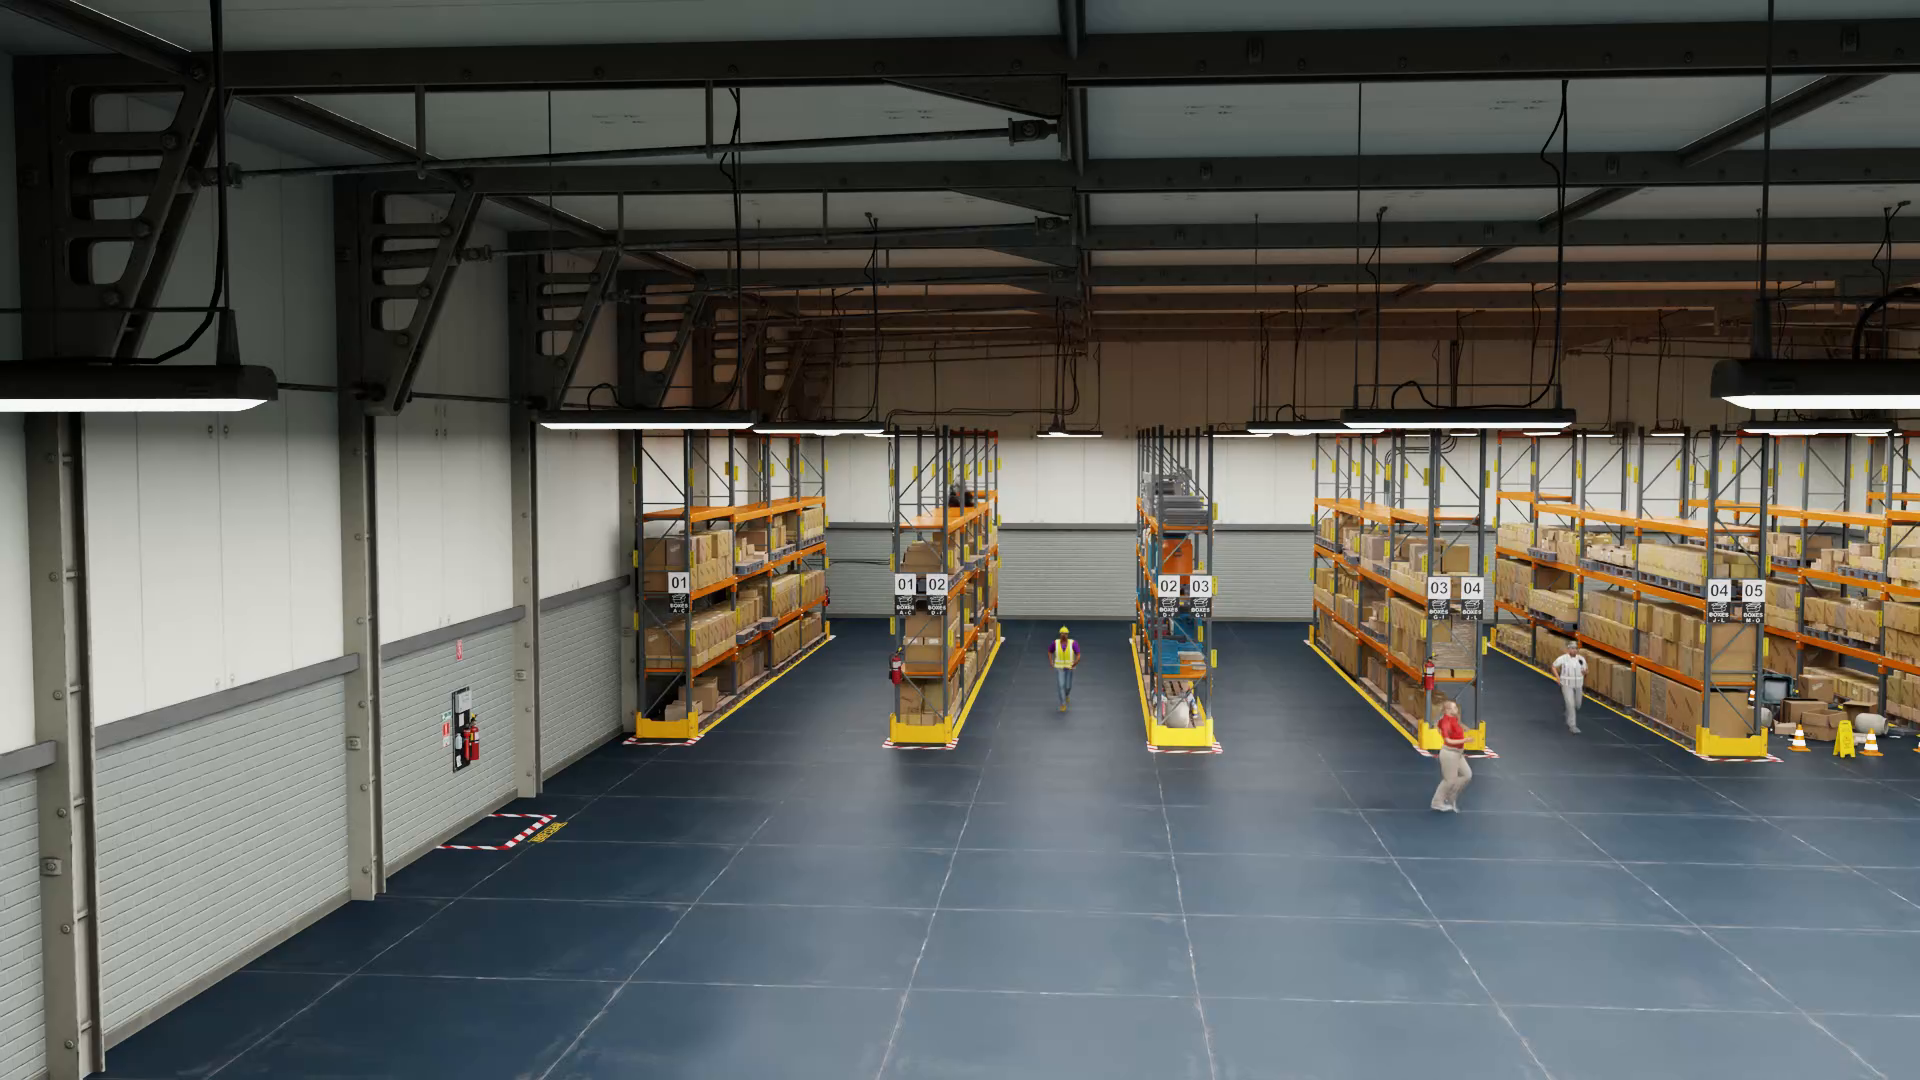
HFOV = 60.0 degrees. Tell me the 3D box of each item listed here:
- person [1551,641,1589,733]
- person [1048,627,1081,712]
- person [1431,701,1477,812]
[{"bbox_3d":[12.039,2.856,32.696,0.668,1.752,0.943,0,3,-3],"label":"person"},{"bbox_3d":[2.225,2.727,35.434,0.711,1.765,0.872,0,3,0],"label":"person"},{"bbox_3d":[7.587,3.346,25.503,0.676,1.752,0.643,2,4,27],"label":"person"}]
